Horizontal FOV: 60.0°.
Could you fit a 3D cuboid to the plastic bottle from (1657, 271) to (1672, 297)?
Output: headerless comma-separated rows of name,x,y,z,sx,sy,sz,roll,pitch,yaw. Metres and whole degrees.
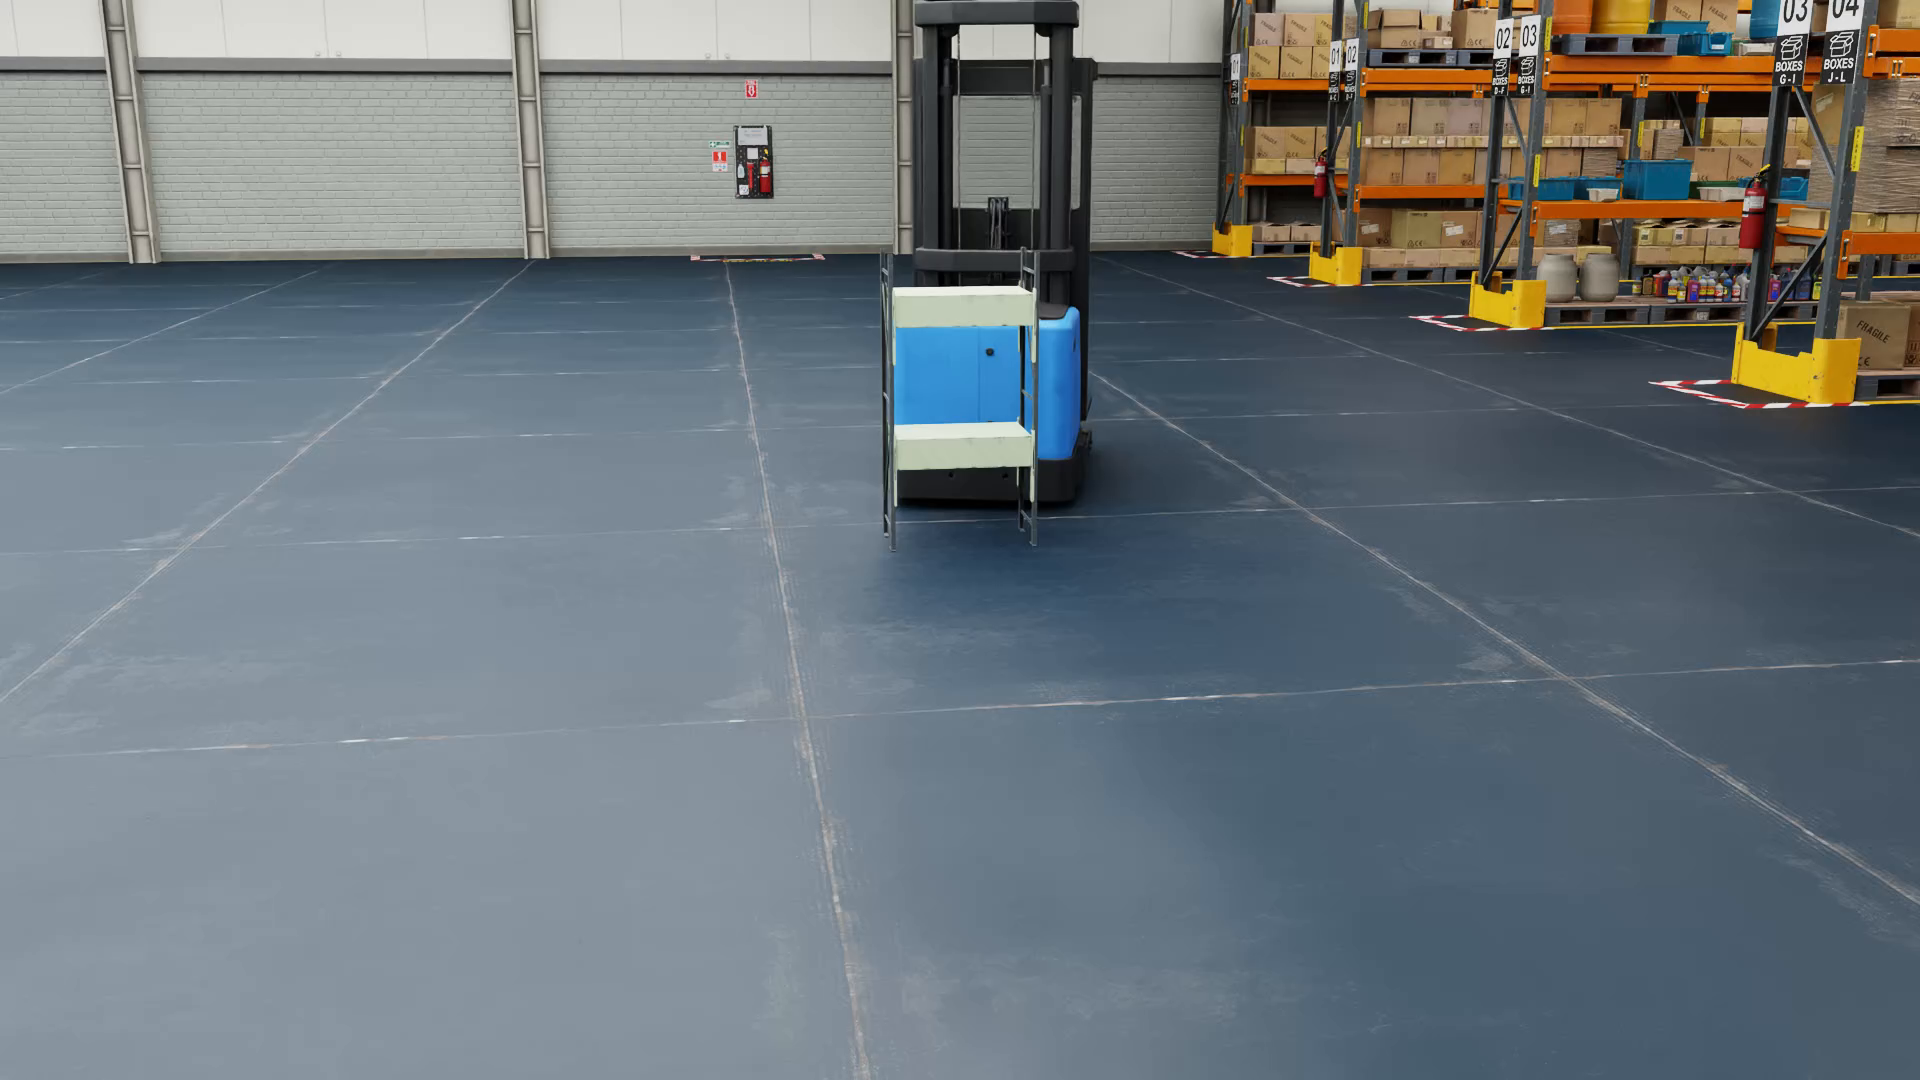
plastic bottle,7.956,-2.893,18.770,0.133,0.283,0.061,-2,14,-8

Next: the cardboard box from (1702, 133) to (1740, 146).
cardboard box,12.889,-6.680,28.332,0.500,0.500,0.500,-2,14,-7

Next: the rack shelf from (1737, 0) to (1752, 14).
rack shelf,14.348,-8.960,28.253,4.000,0.370,1.077,-2,14,-8

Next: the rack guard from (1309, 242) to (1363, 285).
rack guard,5.178,-3.826,22.952,0.348,0.500,1.175,-2,14,-8

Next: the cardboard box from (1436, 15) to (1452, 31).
cardboard box,7.960,-8.291,27.146,0.500,0.500,0.500,-3,14,-13

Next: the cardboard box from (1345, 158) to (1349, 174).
cardboard box,6.506,-6.166,27.411,0.500,0.250,0.500,-2,14,-8

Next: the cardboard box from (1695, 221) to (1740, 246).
cardboard box,10.610,-4.318,23.408,0.500,0.311,0.500,-3,14,-10

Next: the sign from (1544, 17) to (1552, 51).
sign,6.013,-5.175,17.005,0.005,0.325,0.100,-2,14,-8

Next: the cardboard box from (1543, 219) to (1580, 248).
cardboard box,8.235,-4.334,23.083,0.500,0.500,0.500,-2,14,-8

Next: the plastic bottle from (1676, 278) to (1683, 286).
plastic bottle,8.114,-2.854,18.786,0.097,0.201,0.097,0,14,0

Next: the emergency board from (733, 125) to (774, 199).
emergency board,-3.359,-6.167,27.145,0.643,1.169,0.194,-2,14,-8

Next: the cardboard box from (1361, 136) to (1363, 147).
cardboard box,5.551,-5.463,22.798,0.250,0.149,0.380,-2,14,-9

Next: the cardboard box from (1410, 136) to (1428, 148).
cardboard box,6.129,-5.384,22.486,0.250,0.149,0.380,-2,14,-8

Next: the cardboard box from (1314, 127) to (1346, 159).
cardboard box,5.979,-6.510,27.238,0.500,0.500,0.500,-3,14,-10

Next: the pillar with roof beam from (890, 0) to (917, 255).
pillar with roof beam,-0.269,-8.122,22.607,0.400,9.000,9.100,-2,14,-8

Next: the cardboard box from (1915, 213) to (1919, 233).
cardboard box,7.490,-2.498,13.032,0.250,0.149,0.380,-2,14,-8

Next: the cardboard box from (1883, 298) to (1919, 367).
cardboard box,7.880,-1.696,13.595,0.500,0.500,0.500,2,14,6

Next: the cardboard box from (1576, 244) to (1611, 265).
cardboard box,8.731,-3.985,23.236,0.500,0.250,0.500,-2,14,-8

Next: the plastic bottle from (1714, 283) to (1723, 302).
plastic bottle,8.311,-2.715,18.228,0.097,0.201,0.097,0,14,0

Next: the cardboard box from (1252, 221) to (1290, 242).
cardboard box,5.157,-5.144,27.689,0.500,0.311,0.500,-4,15,-15

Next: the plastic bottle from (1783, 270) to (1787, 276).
plastic bottle,9.511,-2.977,19.130,0.097,0.271,0.097,0,14,0

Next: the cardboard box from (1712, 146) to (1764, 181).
cardboard box,10.935,-5.294,23.461,0.500,0.500,0.500,-2,14,-8

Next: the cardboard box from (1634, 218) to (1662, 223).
cardboard box,11.666,-5.483,28.654,0.500,0.500,0.700,-2,14,-8

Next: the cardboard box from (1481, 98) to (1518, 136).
cardboard box,7.230,-5.790,22.771,0.500,0.500,0.700,-2,14,-8

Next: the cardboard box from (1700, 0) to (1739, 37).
cardboard box,10.332,-7.173,22.896,0.500,0.500,0.500,-1,14,-3

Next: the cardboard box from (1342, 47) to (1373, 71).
cardboard box,6.404,-7.751,27.051,0.500,0.500,0.500,-1,14,-5

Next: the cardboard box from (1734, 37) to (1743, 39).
cardboard box,12.832,-8.269,28.251,0.500,0.500,0.700,-3,14,-13

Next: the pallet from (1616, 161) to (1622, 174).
pallet,10.419,-6.346,28.256,1.213,0.211,1.003,-2,14,-8

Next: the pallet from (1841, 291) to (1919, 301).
pallet,10.662,-2.678,18.967,1.213,0.211,1.003,-2,14,-8

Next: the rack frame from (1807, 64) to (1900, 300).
rack frame,9.891,-3.993,18.478,0.127,3.000,1.000,-2,14,-8

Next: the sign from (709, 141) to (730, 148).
sign,-3.915,-6.444,27.087,0.331,0.109,0.001,-2,14,-8

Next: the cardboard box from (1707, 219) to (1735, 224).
cardboard box,11.019,-4.466,23.998,0.500,0.311,0.500,-2,14,-9

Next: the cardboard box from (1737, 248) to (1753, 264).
cardboard box,11.113,-4.066,23.556,0.500,0.250,0.500,-2,14,-7

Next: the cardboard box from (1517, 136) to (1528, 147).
cardboard box,7.664,-5.441,22.711,0.250,0.149,0.380,-2,14,-7

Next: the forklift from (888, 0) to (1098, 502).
forklift,0.284,-1.941,10.438,1.130,2.935,3.031,2,14,7

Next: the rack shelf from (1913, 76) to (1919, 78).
rack shelf,15.090,-6.508,23.819,4.000,0.370,1.077,-2,14,-8

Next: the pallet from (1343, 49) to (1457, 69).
pallet,5.905,-6.471,22.374,1.213,0.211,1.003,-2,14,-8

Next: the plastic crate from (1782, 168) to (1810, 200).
plastic crate,9.354,-3.975,18.531,0.504,0.338,0.767,-2,14,-8

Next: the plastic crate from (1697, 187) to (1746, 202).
plastic crate,8.323,-3.745,18.032,0.437,0.136,0.530,-2,14,-8

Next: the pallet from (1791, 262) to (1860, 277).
pallet,12.292,-3.957,24.065,1.213,0.211,1.003,-2,14,-8

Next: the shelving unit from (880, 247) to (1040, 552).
shelving unit,-0.007,-0.727,8.538,0.755,1.500,0.431,-2,14,-8

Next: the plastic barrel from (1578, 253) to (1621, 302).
plastic barrel,7.071,-2.905,18.392,0.421,0.512,0.421,0,14,0

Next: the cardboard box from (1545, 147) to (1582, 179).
cardboard box,8.198,-5.195,23.064,0.500,0.500,0.700,-2,14,-9

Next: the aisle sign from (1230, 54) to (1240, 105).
aisle sign,4.433,-7.417,26.787,0.004,0.787,0.394,-2,14,-8

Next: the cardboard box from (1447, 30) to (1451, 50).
cardboard box,6.851,-6.848,22.729,0.500,0.311,0.500,0,14,-2

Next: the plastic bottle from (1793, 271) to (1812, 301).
plastic bottle,9.297,-2.829,18.377,0.185,0.351,0.144,-2,14,-10

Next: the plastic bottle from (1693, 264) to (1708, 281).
plastic bottle,8.424,-2.970,18.939,0.185,0.351,0.144,-2,14,-9

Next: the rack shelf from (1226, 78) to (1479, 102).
rack shelf,6.438,-7.410,27.413,4.000,0.370,1.077,-2,14,-8

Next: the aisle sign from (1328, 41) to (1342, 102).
aisle sign,5.093,-6.369,22.607,0.004,0.787,0.394,-2,14,-8

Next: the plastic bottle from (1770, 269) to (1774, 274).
plastic bottle,9.212,-2.939,18.954,0.133,0.283,0.061,-2,14,-8

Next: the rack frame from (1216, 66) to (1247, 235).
rack frame,4.460,-6.231,27.402,0.127,3.000,1.000,-2,14,-8

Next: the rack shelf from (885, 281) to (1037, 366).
rack shelf,-0.007,-1.106,8.443,0.720,0.370,0.431,-2,14,-8

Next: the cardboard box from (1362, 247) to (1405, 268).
cardboard box,5.765,-3.876,22.799,0.500,0.250,0.500,-2,14,-8
